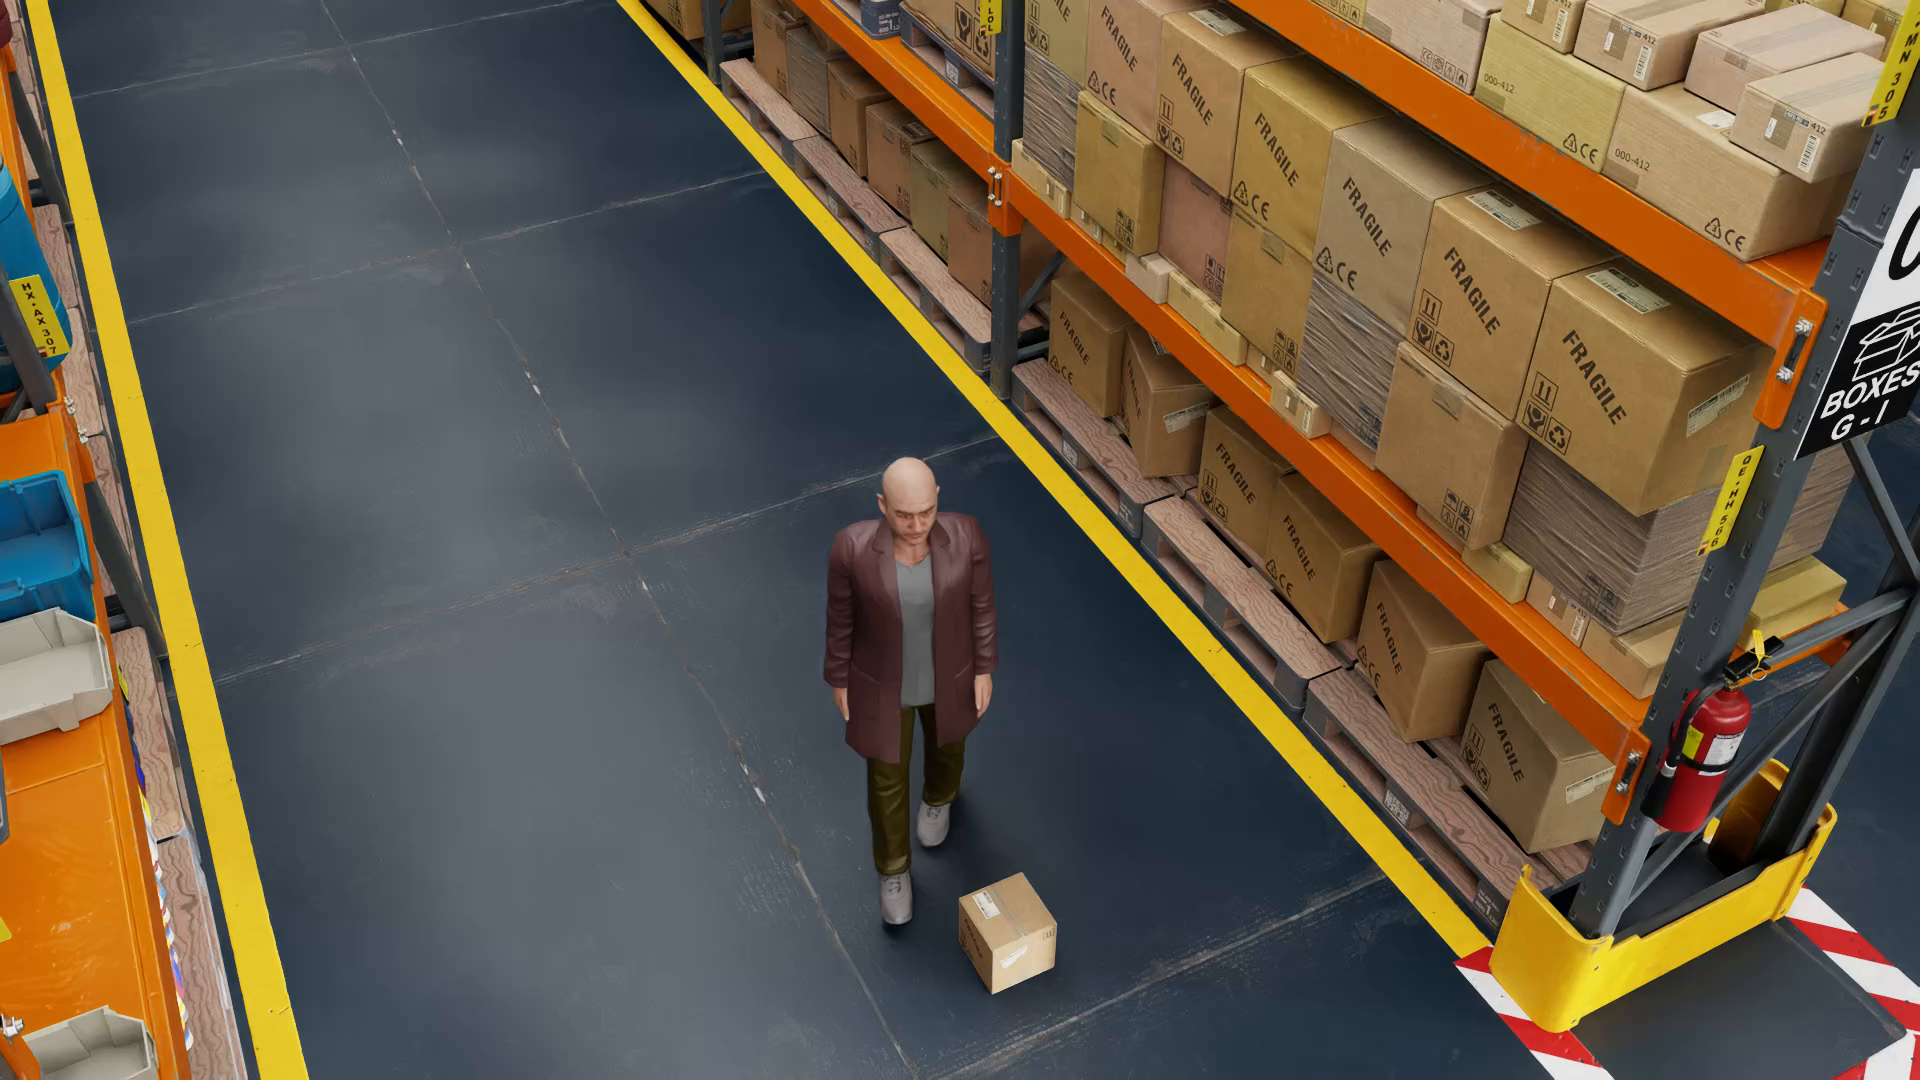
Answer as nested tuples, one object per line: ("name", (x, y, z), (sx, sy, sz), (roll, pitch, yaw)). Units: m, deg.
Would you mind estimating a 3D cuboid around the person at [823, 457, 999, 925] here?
("person", (-0.155, 0.490, 5.587), (0.595, 1.785, 0.715), (-6, 41, -7))
